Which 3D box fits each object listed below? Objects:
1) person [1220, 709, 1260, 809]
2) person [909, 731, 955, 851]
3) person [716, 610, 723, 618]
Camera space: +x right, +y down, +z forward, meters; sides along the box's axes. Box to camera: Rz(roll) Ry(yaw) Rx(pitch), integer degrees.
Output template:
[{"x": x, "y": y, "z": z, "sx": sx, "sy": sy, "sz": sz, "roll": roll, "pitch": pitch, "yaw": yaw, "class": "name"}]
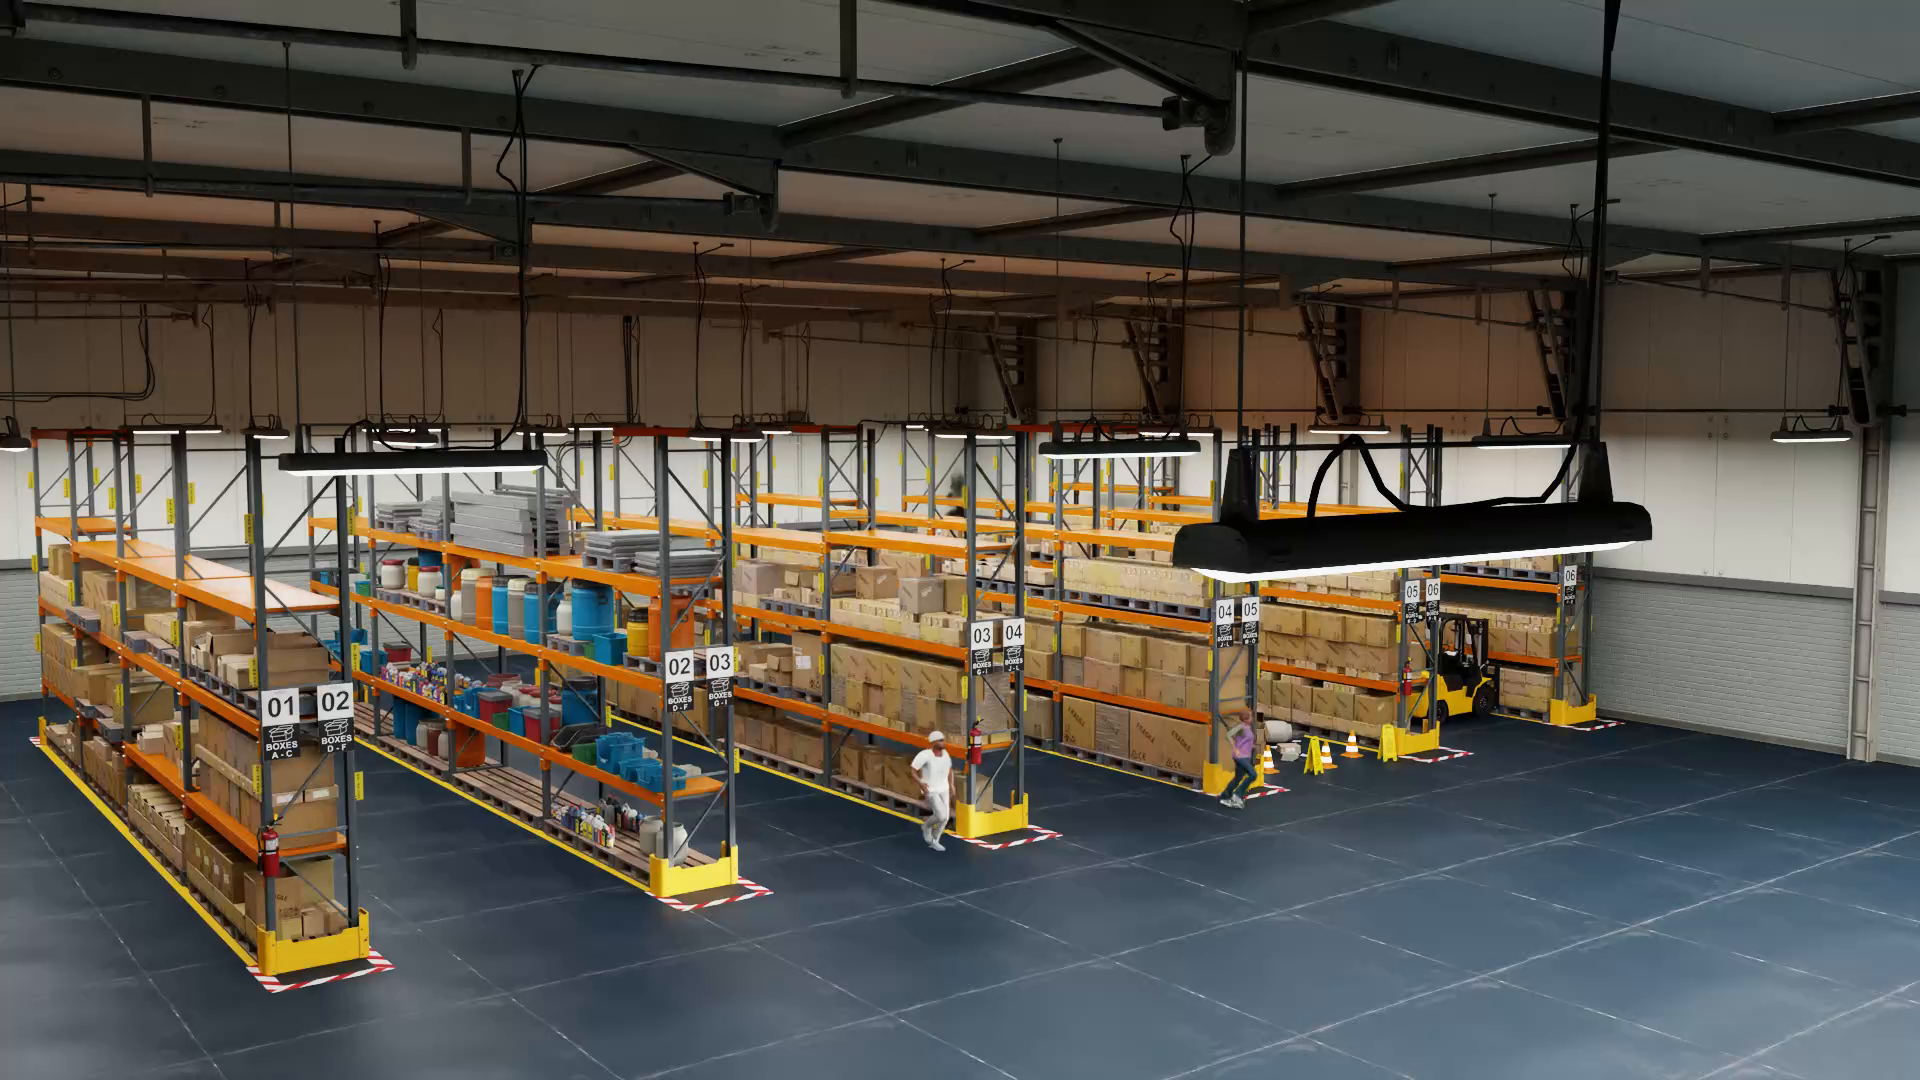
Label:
[{"x": 4.463, "y": 3.469, "z": 26.457, "sx": 0.625, "sy": 1.561, "sz": 0.531, "roll": 2, "pitch": 5, "yaw": 24, "class": "person"}, {"x": -0.324, "y": 3.601, "z": 23.868, "sx": 0.731, "sy": 1.726, "sz": 0.523, "roll": -4, "pitch": 6, "yaw": -40, "class": "person"}, {"x": -5.667, "y": 2.458, "z": 38.507, "sx": 0.730, "sy": 1.737, "sz": 0.754, "roll": -2, "pitch": 5, "yaw": -24, "class": "person"}]
